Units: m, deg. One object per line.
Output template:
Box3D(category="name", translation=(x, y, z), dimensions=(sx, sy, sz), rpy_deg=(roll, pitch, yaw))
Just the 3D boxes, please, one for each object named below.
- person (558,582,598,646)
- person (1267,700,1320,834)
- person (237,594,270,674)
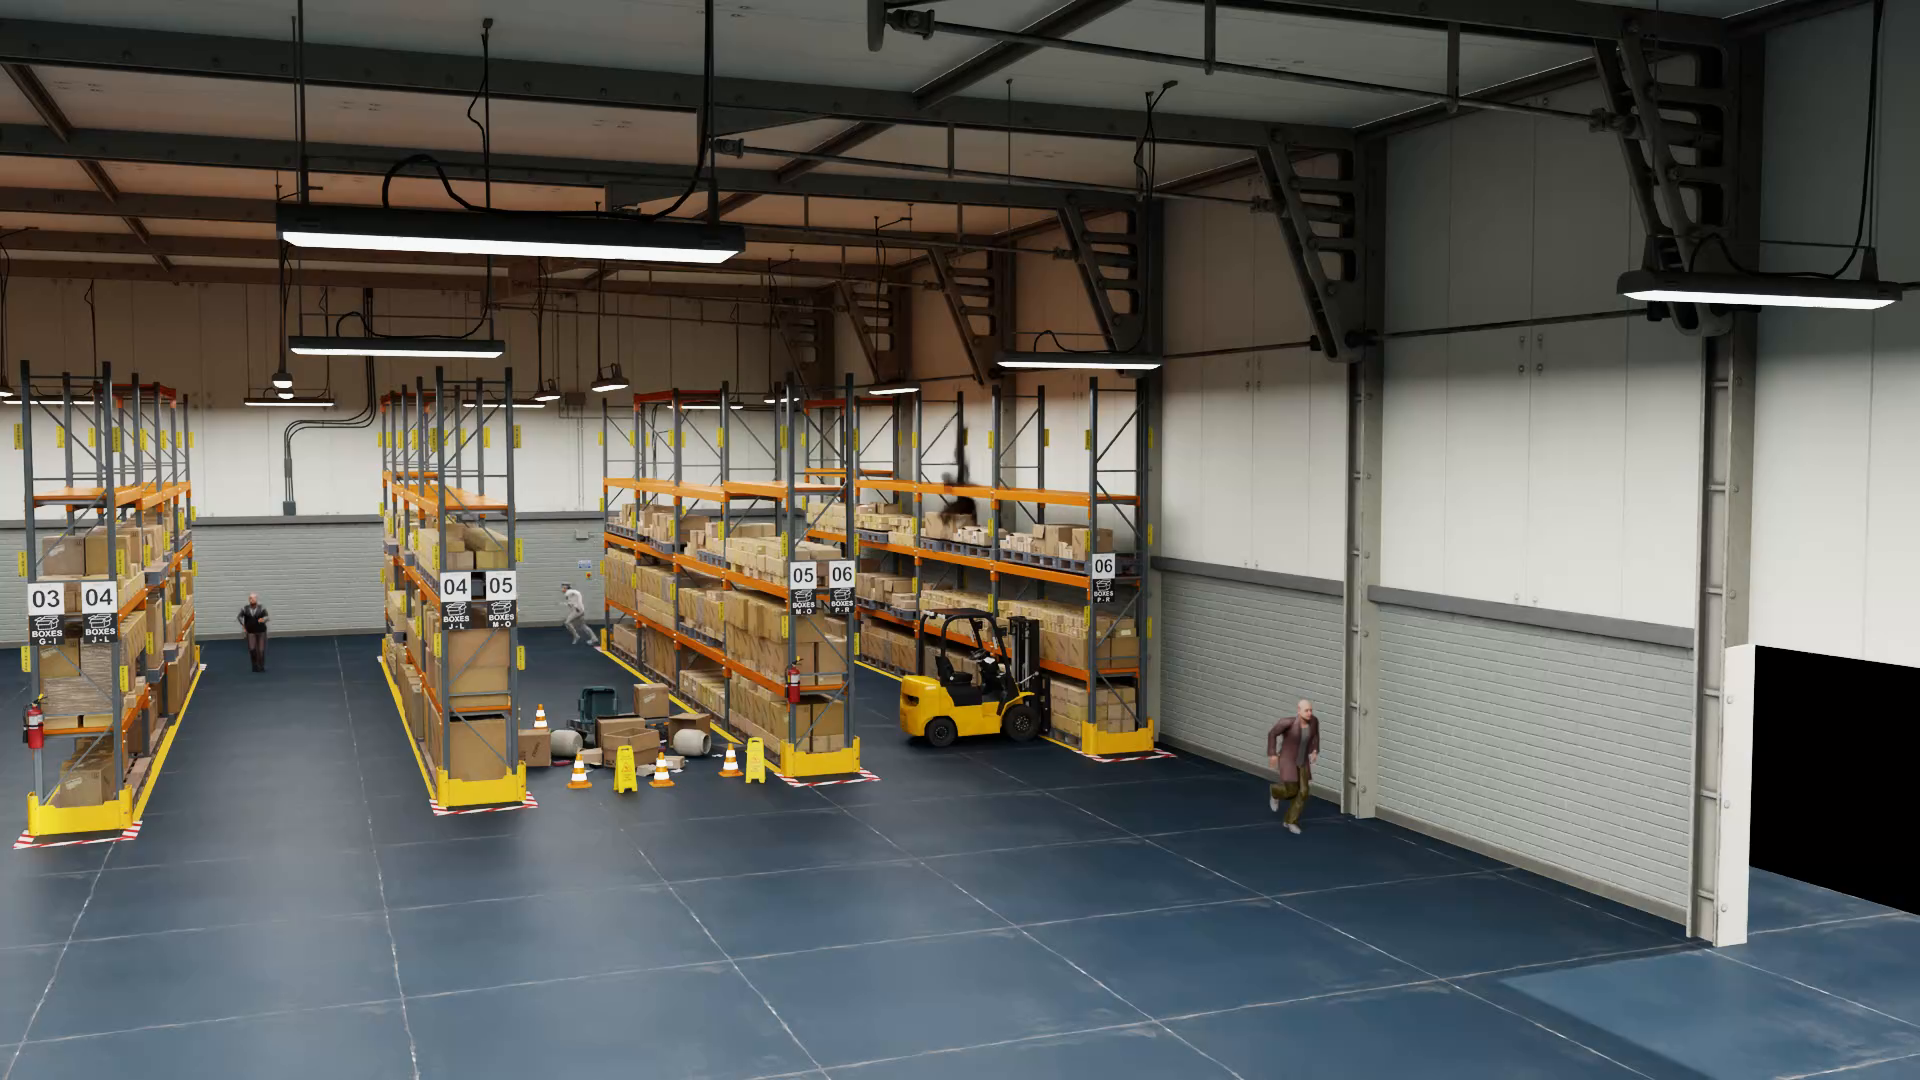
Box3D(category="person", translation=(-9.304, 1.807, 40.480), dimensions=(0.940, 1.567, 0.648), rpy_deg=(-1, 4, -13))
Box3D(category="person", translation=(4.268, 2.880, 21.426), dimensions=(0.706, 1.718, 0.812), rpy_deg=(-2, 4, -26))
Box3D(category="person", translation=(-15.140, 2.022, 35.686), dimensions=(0.653, 1.736, 0.677), rpy_deg=(-2, 4, -25))
